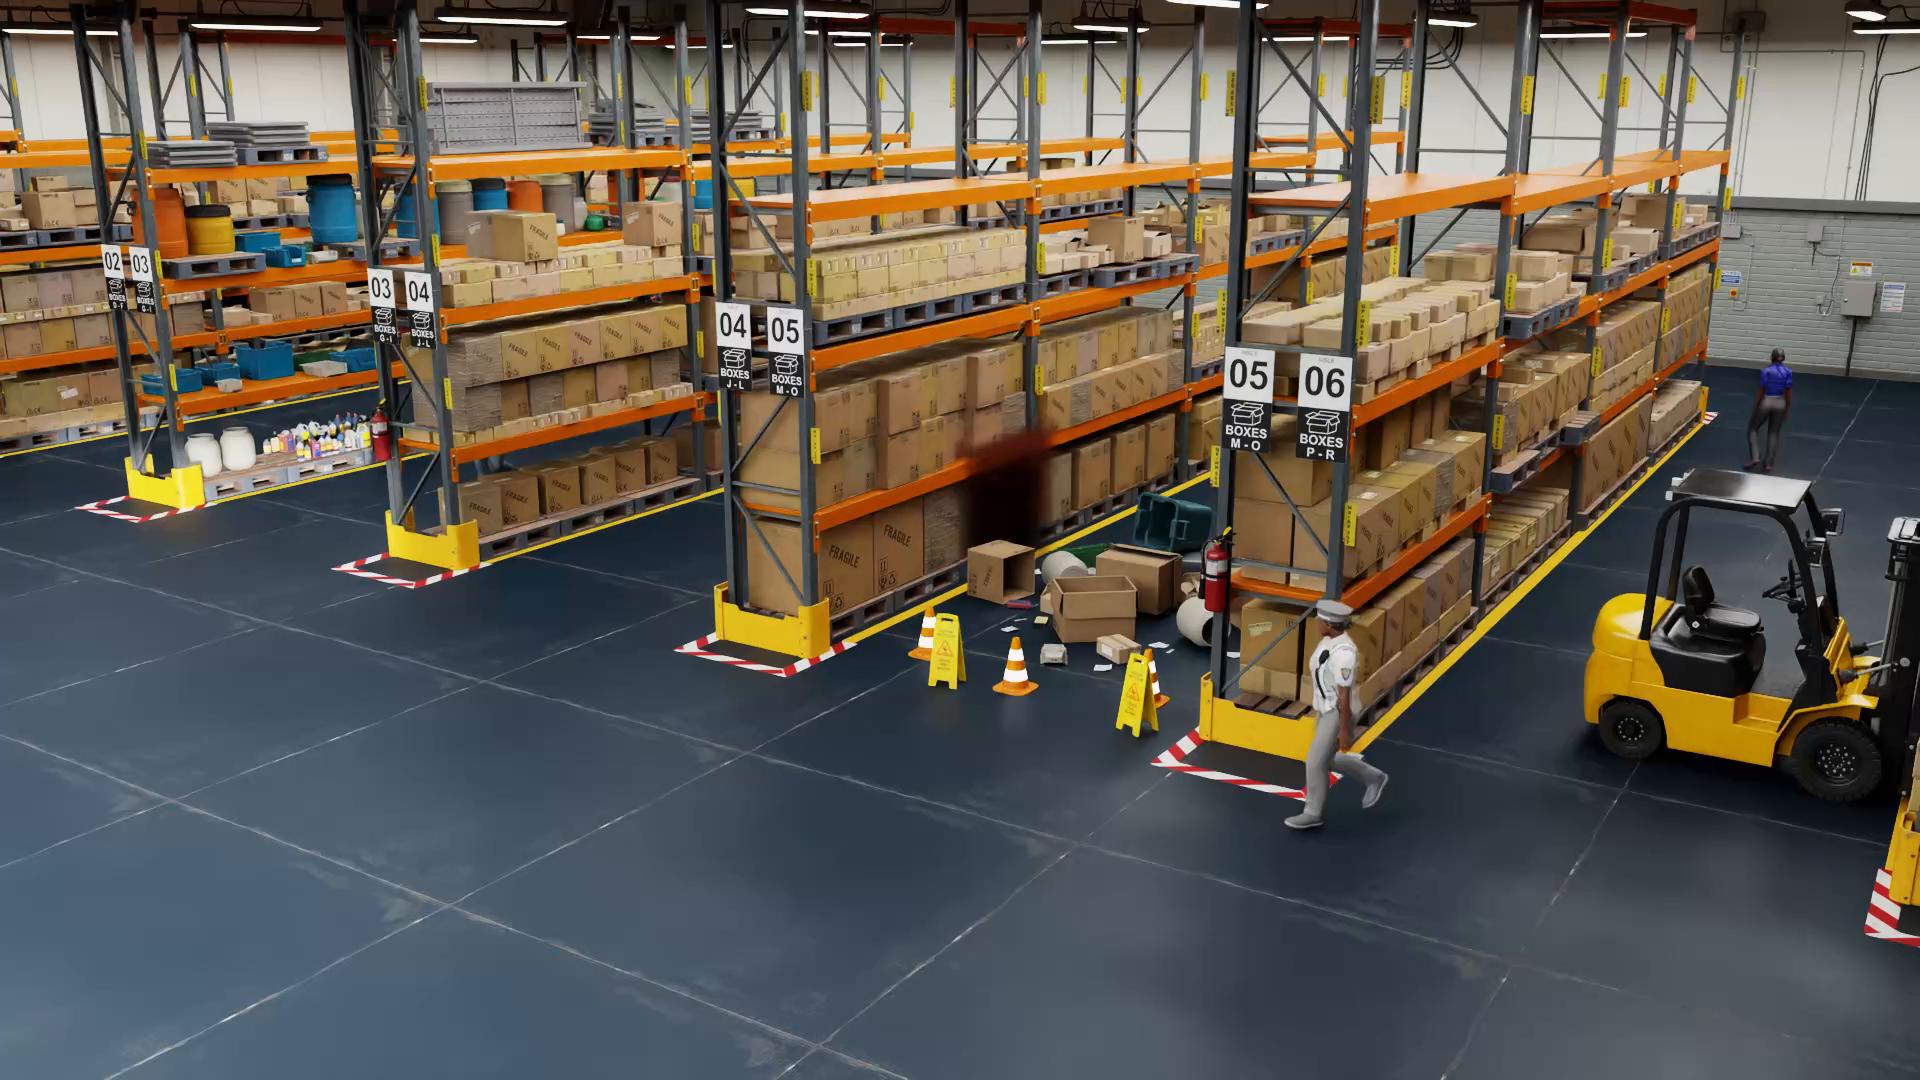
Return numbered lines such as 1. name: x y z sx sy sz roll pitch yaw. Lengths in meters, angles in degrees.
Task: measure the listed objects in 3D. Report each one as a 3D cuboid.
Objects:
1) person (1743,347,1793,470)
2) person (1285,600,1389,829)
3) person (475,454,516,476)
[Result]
1. person: 10.983 -1.766 22.550 0.500 1.695 0.373 1 16 5
2. person: 2.707 1.224 11.749 0.834 1.616 0.541 -2 16 -9
3. person: -5.854 -1.356 20.876 0.659 1.744 0.657 7 17 22
